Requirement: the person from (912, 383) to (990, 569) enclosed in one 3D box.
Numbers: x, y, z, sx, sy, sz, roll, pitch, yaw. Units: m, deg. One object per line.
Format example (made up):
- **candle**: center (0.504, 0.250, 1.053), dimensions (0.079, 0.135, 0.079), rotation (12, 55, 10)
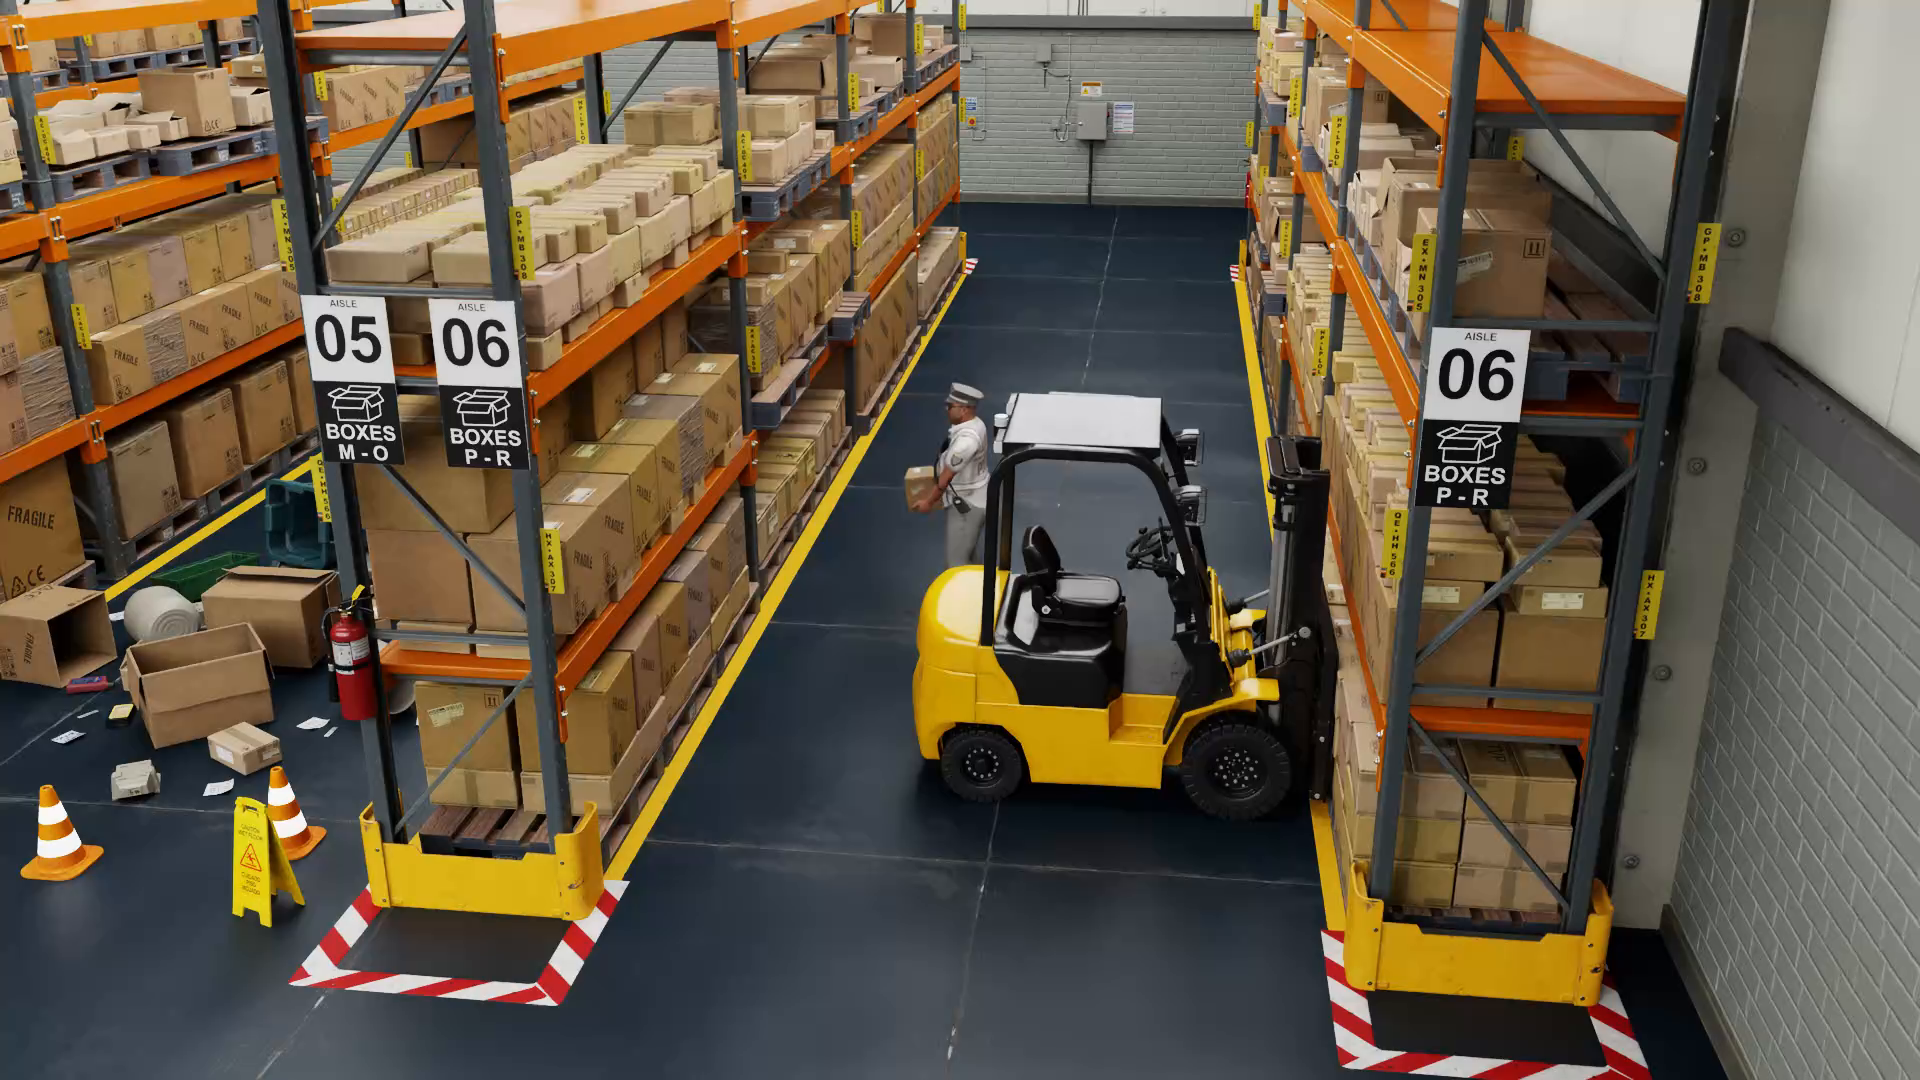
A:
- **person**: center (-0.044, -0.252, 11.720), dimensions (0.568, 1.765, 0.490), rotation (2, 21, 6)
